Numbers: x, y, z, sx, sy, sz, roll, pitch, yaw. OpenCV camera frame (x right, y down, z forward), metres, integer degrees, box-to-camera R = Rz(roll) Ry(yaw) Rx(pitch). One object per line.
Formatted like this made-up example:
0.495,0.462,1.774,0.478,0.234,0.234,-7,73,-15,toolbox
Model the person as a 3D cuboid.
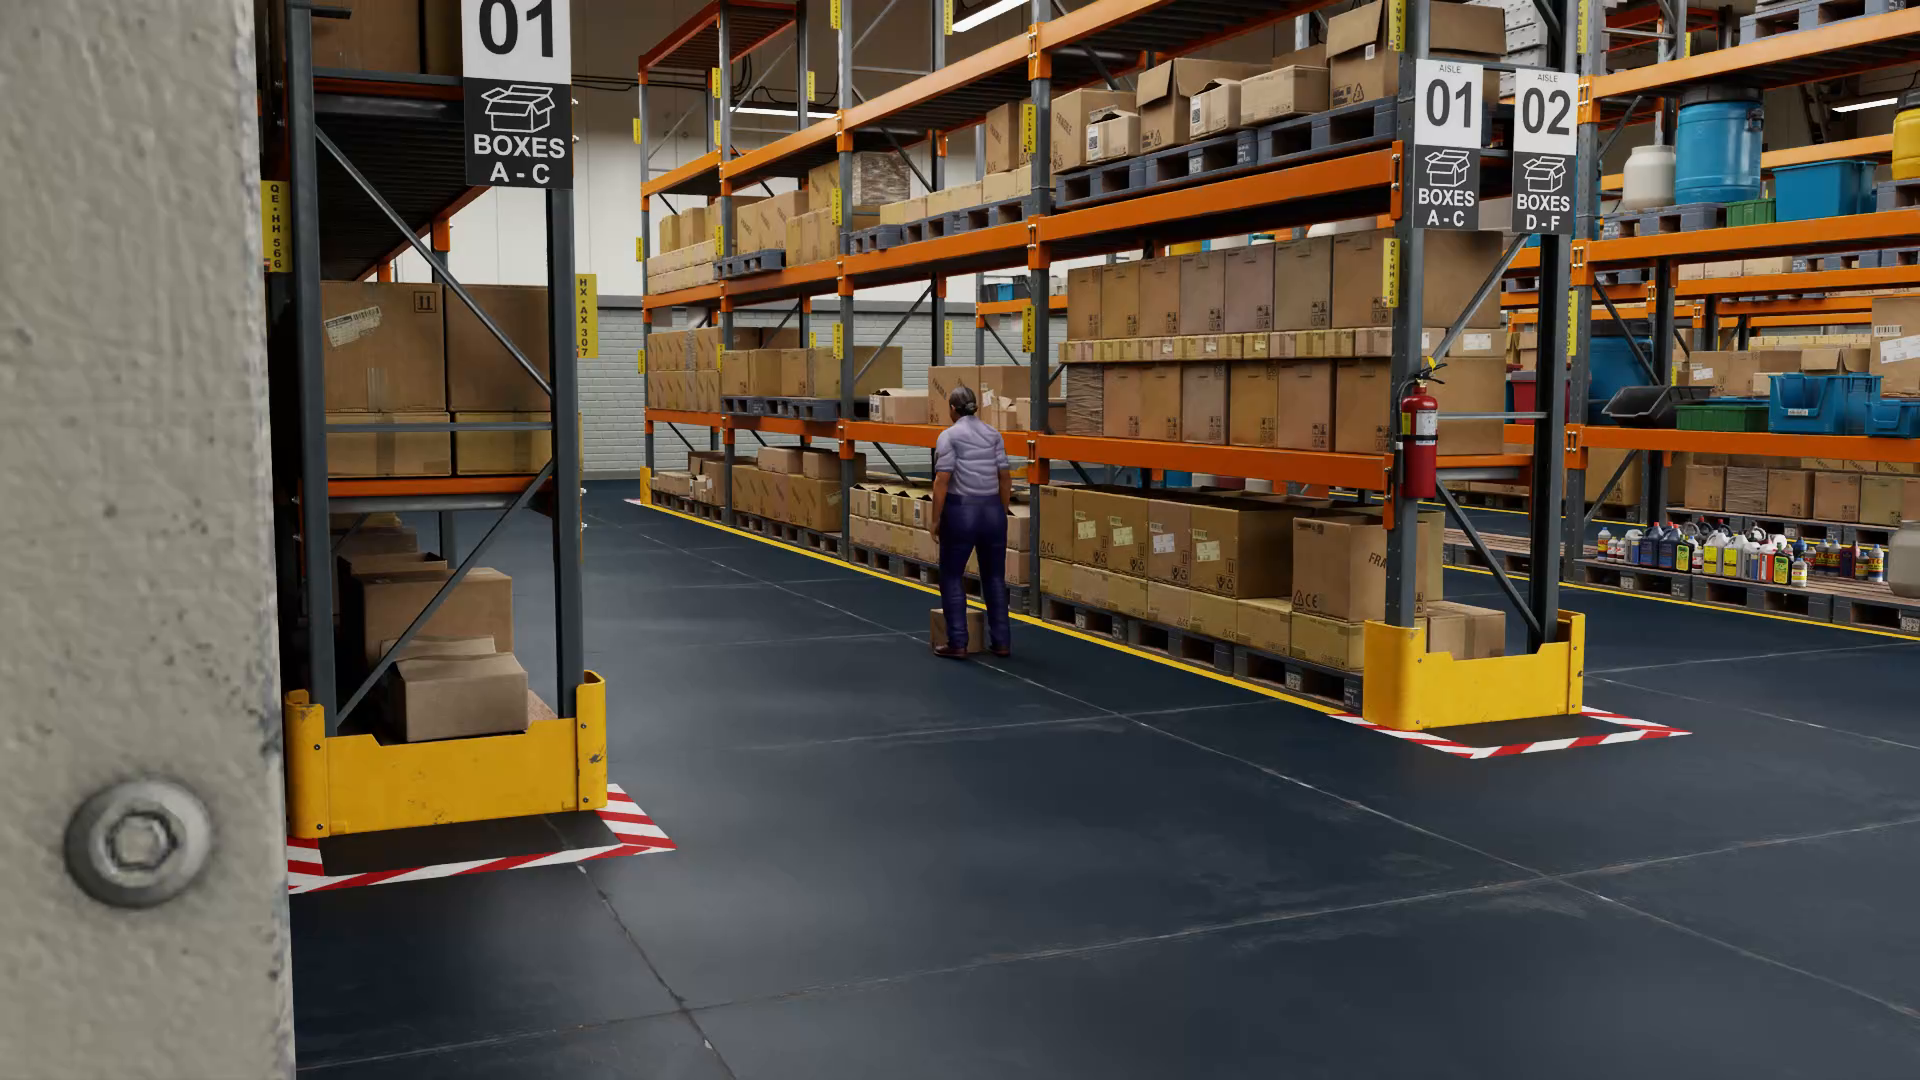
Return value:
0.078,-0.110,10.120,0.564,1.652,0.374,-3,6,-26,person
